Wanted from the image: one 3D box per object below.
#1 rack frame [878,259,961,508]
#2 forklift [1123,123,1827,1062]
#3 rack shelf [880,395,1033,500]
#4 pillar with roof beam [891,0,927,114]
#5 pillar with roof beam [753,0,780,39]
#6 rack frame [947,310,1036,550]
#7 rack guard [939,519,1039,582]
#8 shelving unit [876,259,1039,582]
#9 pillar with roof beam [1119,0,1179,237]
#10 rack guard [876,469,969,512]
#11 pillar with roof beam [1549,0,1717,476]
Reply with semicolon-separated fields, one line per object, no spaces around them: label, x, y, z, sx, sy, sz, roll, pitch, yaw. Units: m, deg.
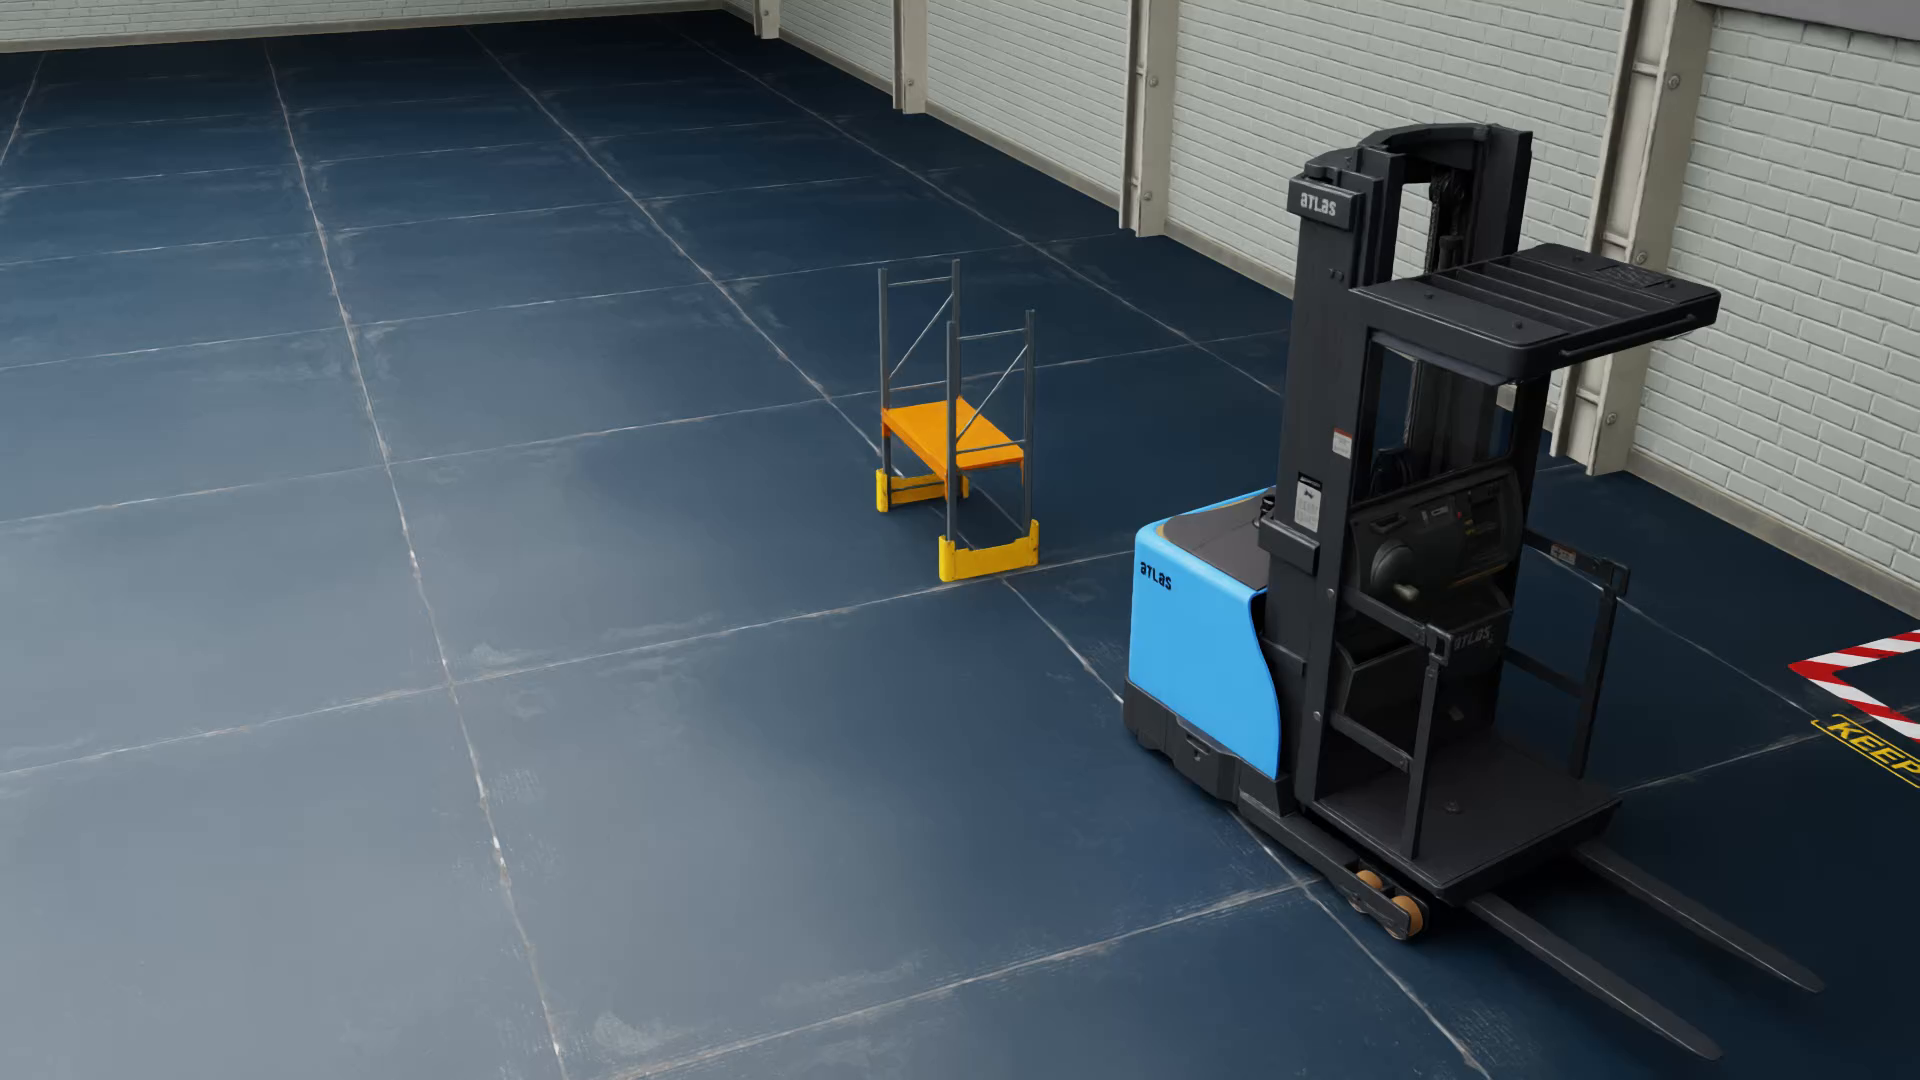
rack frame;-0.232;-0.914;9.912;0.500;1.500;0.032;-11;28;-21
forklift;1.998;0.013;6.383;1.130;2.935;3.031;-16;30;-30
rack shelf;-0.033;-0.547;9.570;0.538;0.185;1.000;-11;28;-21
pillar with roof beam;-4.581;-8.660;17.230;9.100;9.000;0.400;-11;28;-21
pillar with roof beam;-6.930;-11.082;22.191;9.100;9.000;0.400;-11;28;-21
rack frame;0.166;-0.503;9.071;0.500;1.500;0.032;-11;28;-21
rack guard;0.165;0.058;9.346;0.587;0.250;0.087;-11;28;-21
shelving unit;-0.030;-0.705;9.484;0.587;1.500;1.083;-11;28;-21
pillar with roof beam;-2.231;-6.238;12.269;9.100;9.000;0.400;-11;28;-21
rack guard;-0.225;-0.344;10.170;0.587;0.250;0.087;-11;28;-21
pillar with roof beam;0.119;-3.815;7.308;9.100;9.000;0.400;-11;28;-21
